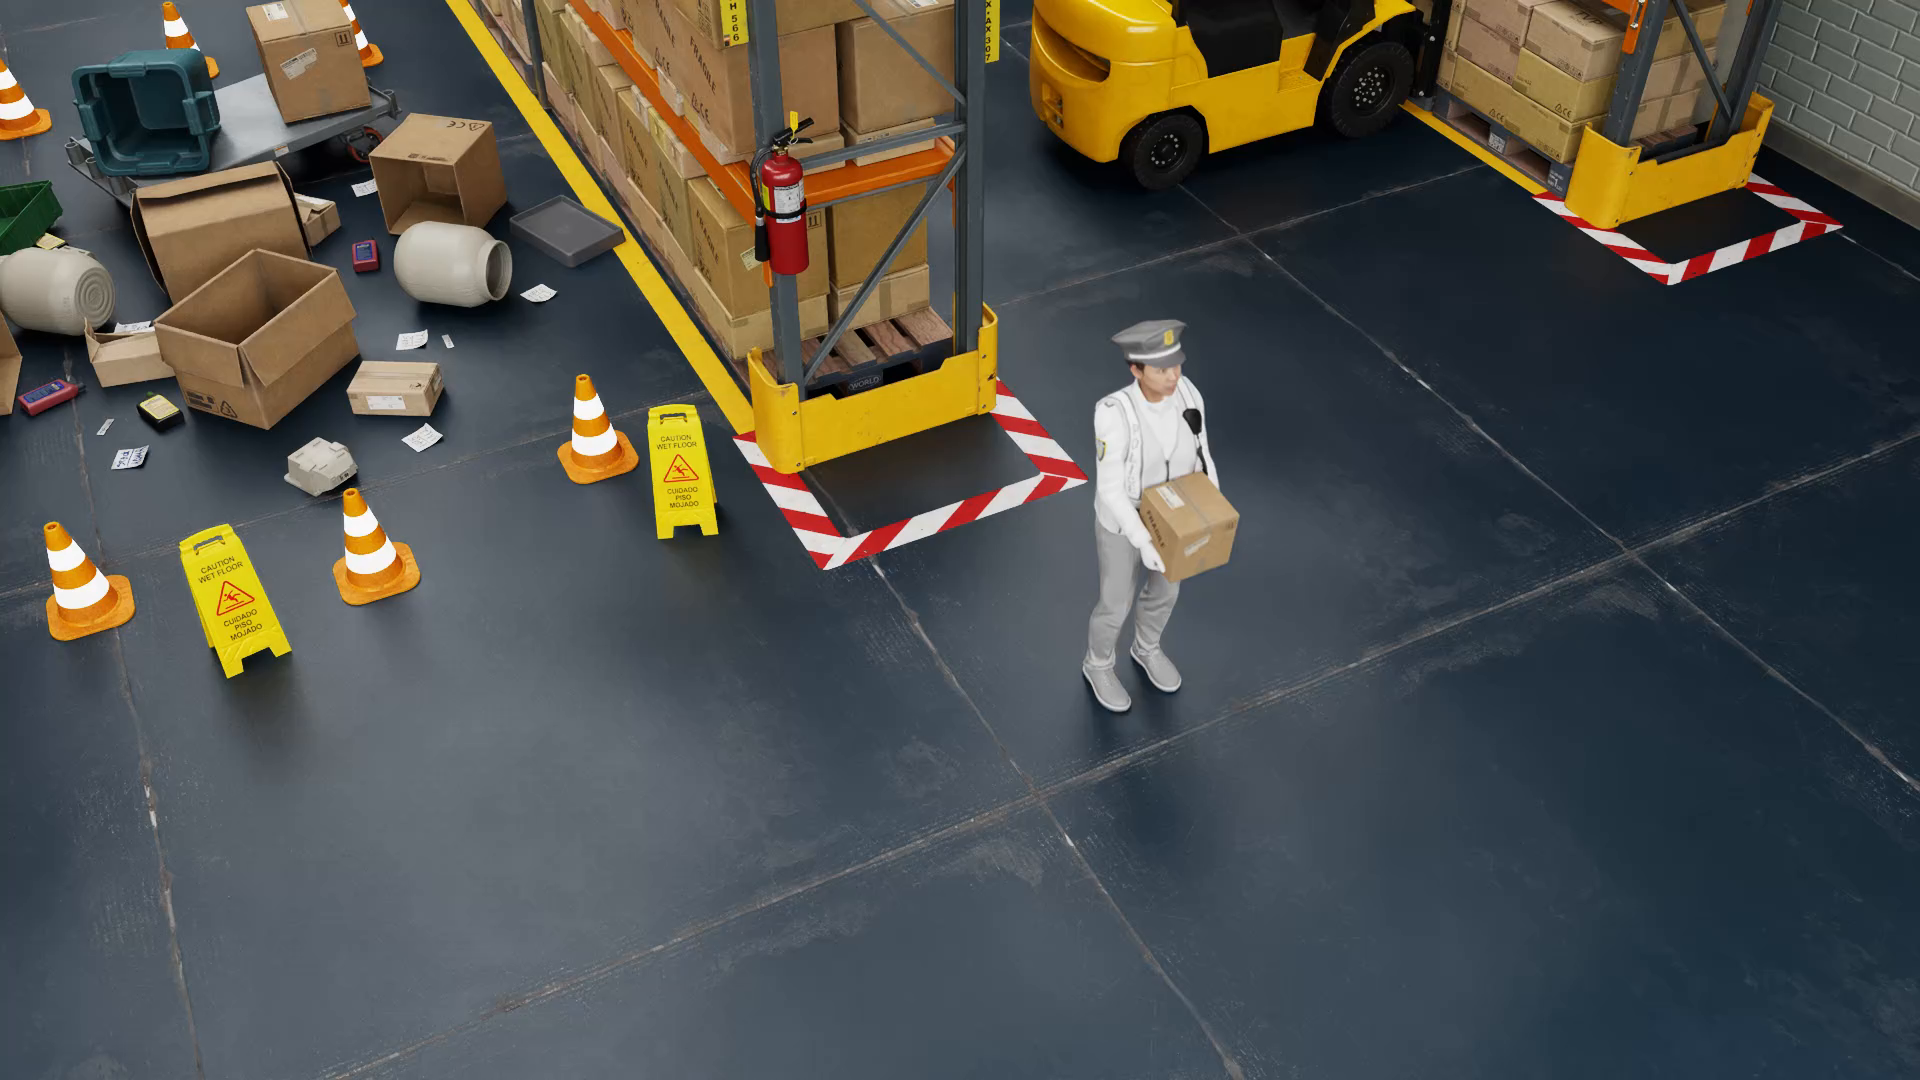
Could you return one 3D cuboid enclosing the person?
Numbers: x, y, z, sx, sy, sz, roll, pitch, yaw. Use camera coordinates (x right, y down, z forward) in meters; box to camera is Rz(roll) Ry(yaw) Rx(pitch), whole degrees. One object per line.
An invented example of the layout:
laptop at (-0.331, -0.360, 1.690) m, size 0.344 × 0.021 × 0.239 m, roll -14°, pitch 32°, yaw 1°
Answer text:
person at (0.722, -0.043, 6.188) m, size 0.460 × 1.686 × 0.564 m, roll -19°, pitch 45°, yaw -20°
